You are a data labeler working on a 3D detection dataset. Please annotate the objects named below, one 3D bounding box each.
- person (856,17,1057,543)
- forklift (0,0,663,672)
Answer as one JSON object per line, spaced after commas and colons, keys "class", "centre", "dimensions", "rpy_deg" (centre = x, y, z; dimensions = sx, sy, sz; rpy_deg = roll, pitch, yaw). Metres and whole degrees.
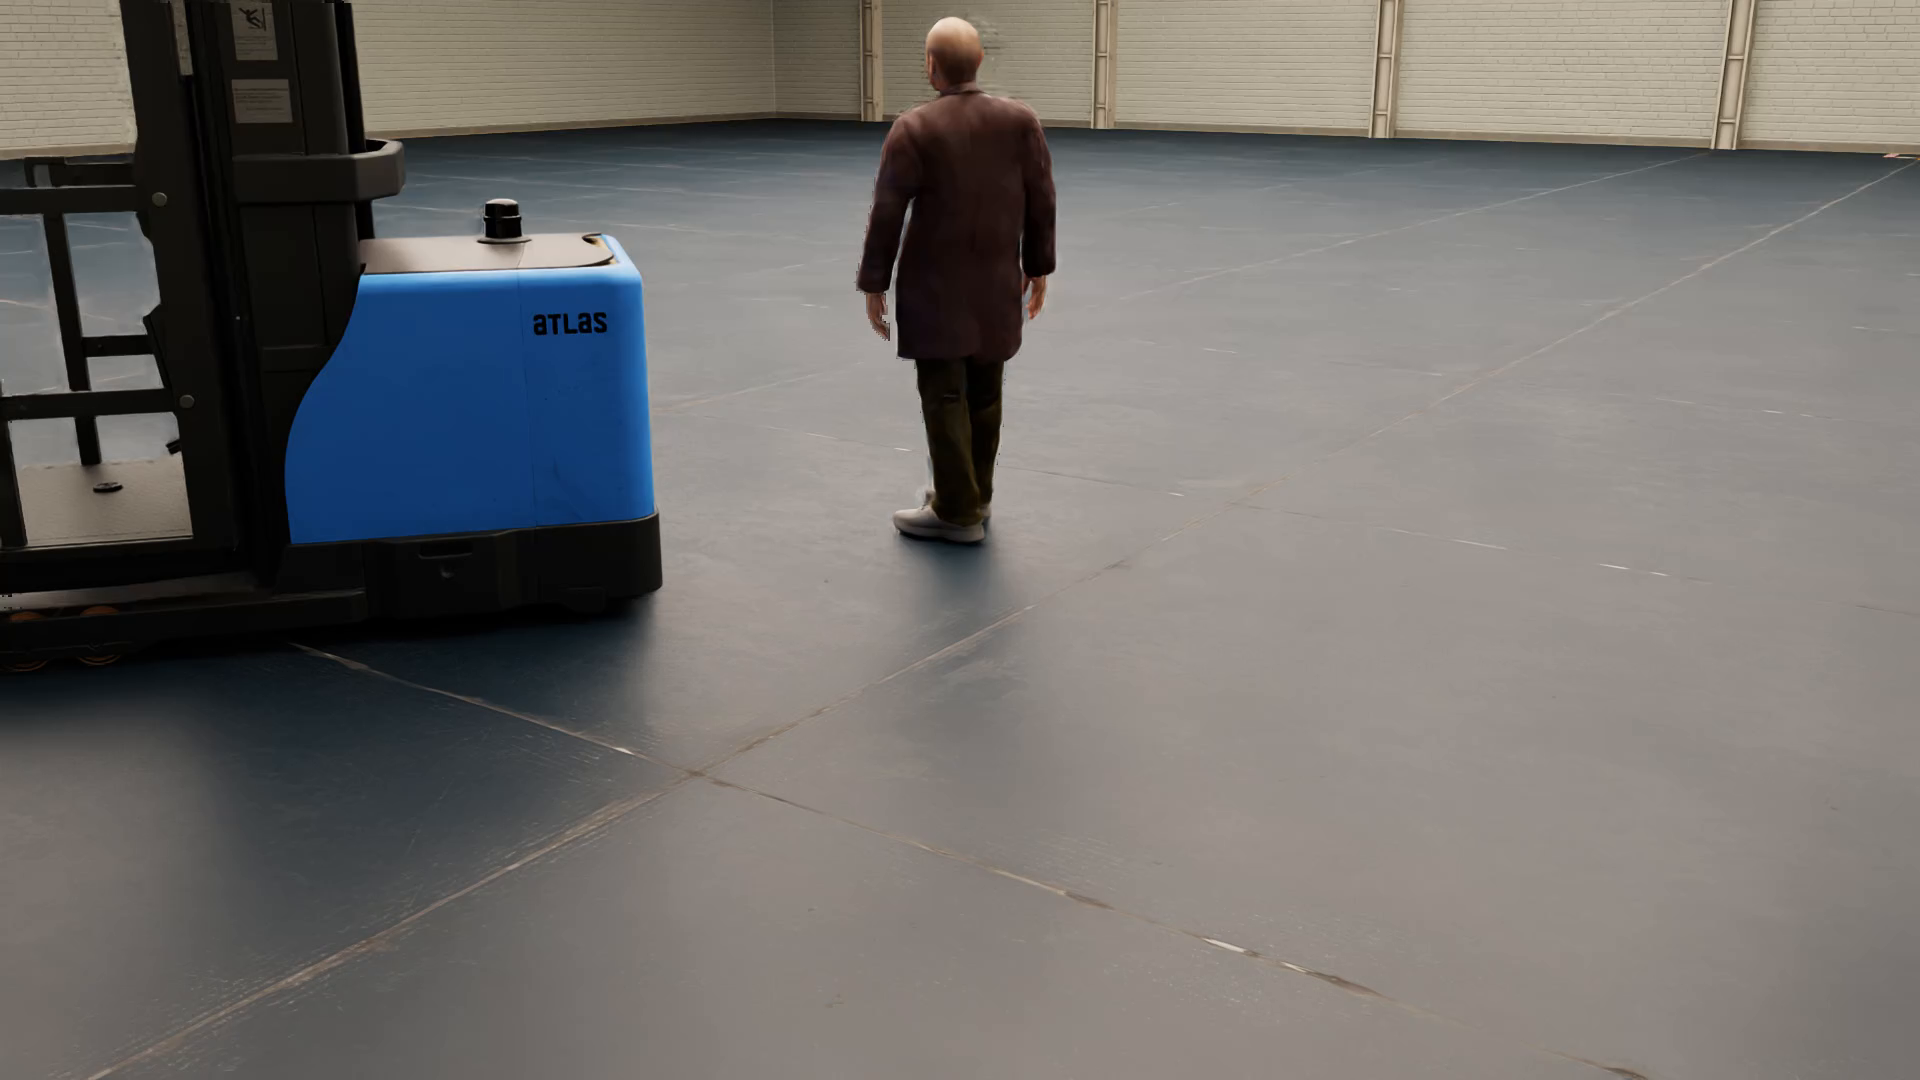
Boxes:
{"class": "person", "centre": [-0.042, -0.897, 5.826], "dimensions": [0.700, 1.775, 0.671], "rpy_deg": [-5, 17, -15]}
{"class": "forklift", "centre": [-2.509, -1.199, 4.842], "dimensions": [3.031, 2.935, 1.130], "rpy_deg": [-5, 17, -15]}
